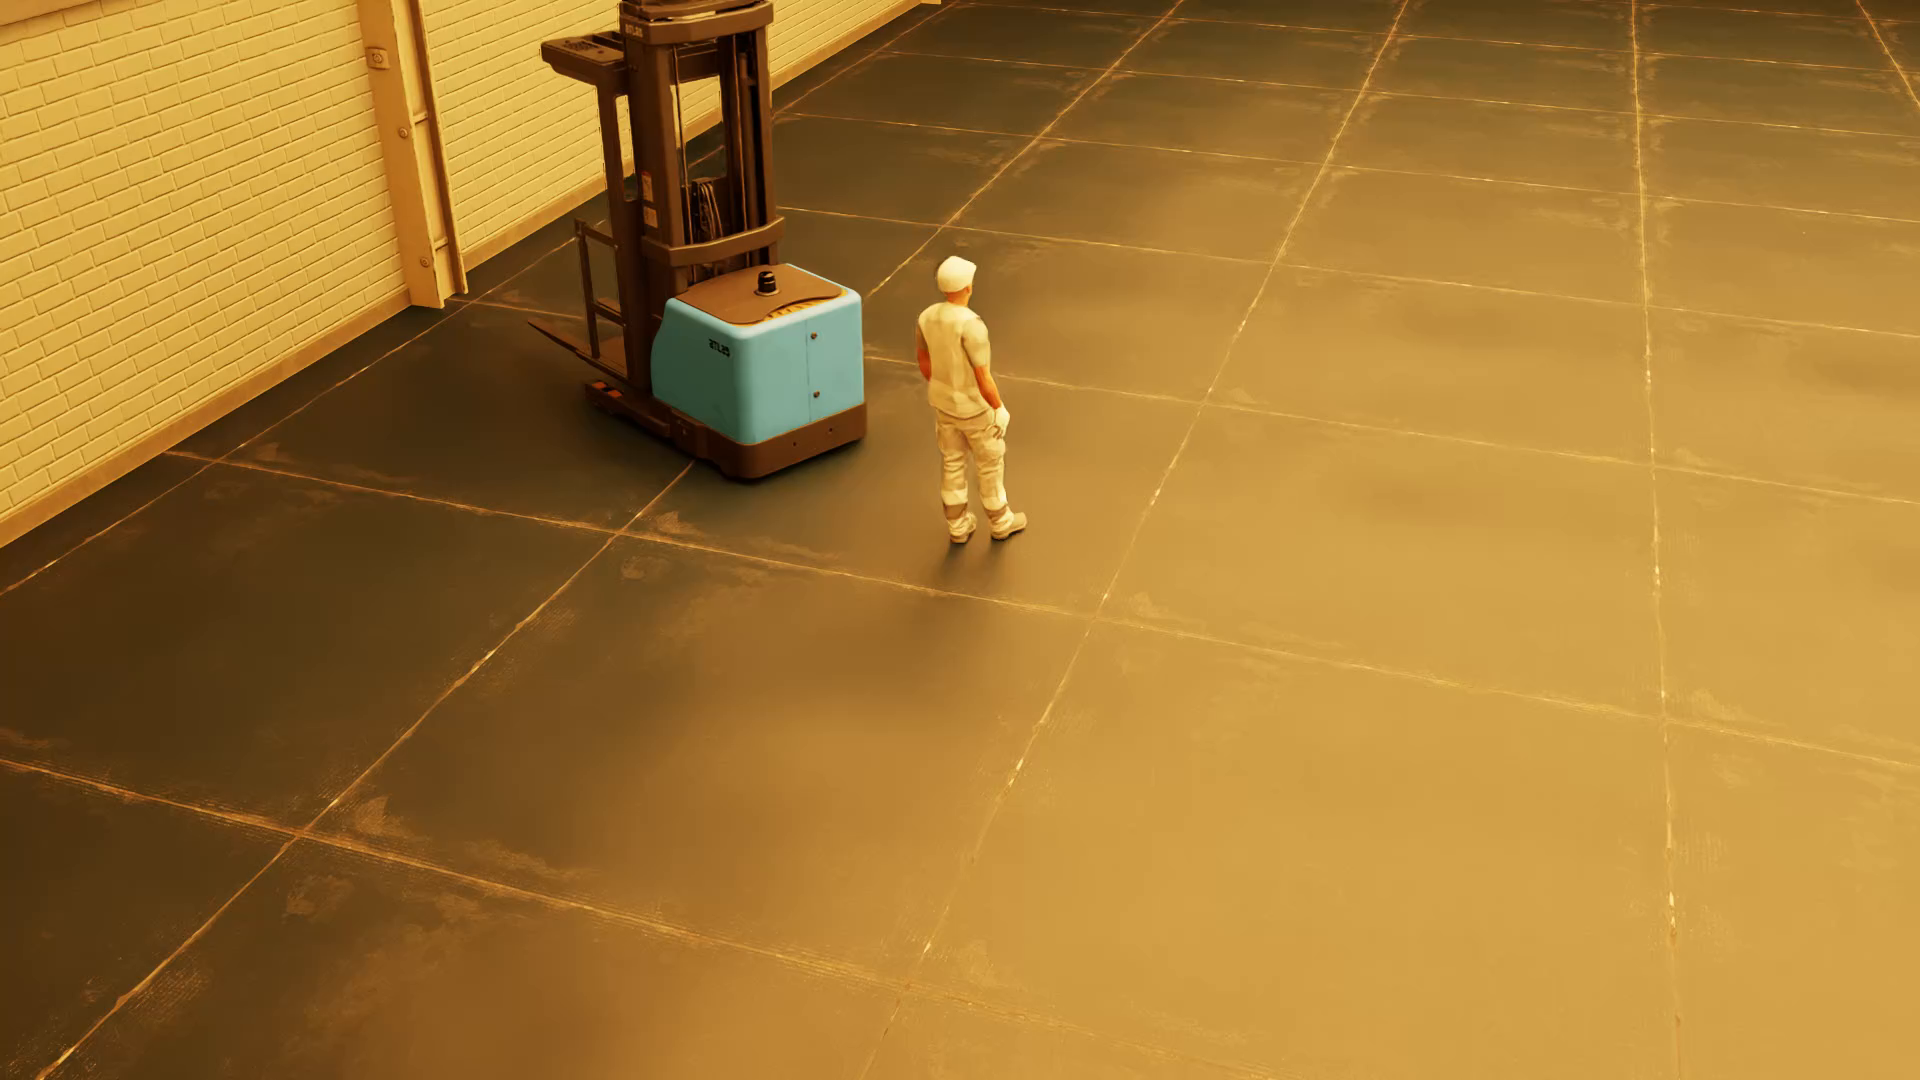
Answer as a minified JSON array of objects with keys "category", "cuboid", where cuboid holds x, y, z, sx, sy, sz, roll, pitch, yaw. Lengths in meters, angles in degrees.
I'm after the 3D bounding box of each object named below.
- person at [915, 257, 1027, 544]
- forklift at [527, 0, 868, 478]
[{"category":"person","cuboid":[0.097,-0.829,9.740,0.610,1.792,0.662,-26,39,-38]},{"category":"forklift","cuboid":[-1.996,-2.307,11.183,1.130,2.935,3.031,-25,38,-36]}]
